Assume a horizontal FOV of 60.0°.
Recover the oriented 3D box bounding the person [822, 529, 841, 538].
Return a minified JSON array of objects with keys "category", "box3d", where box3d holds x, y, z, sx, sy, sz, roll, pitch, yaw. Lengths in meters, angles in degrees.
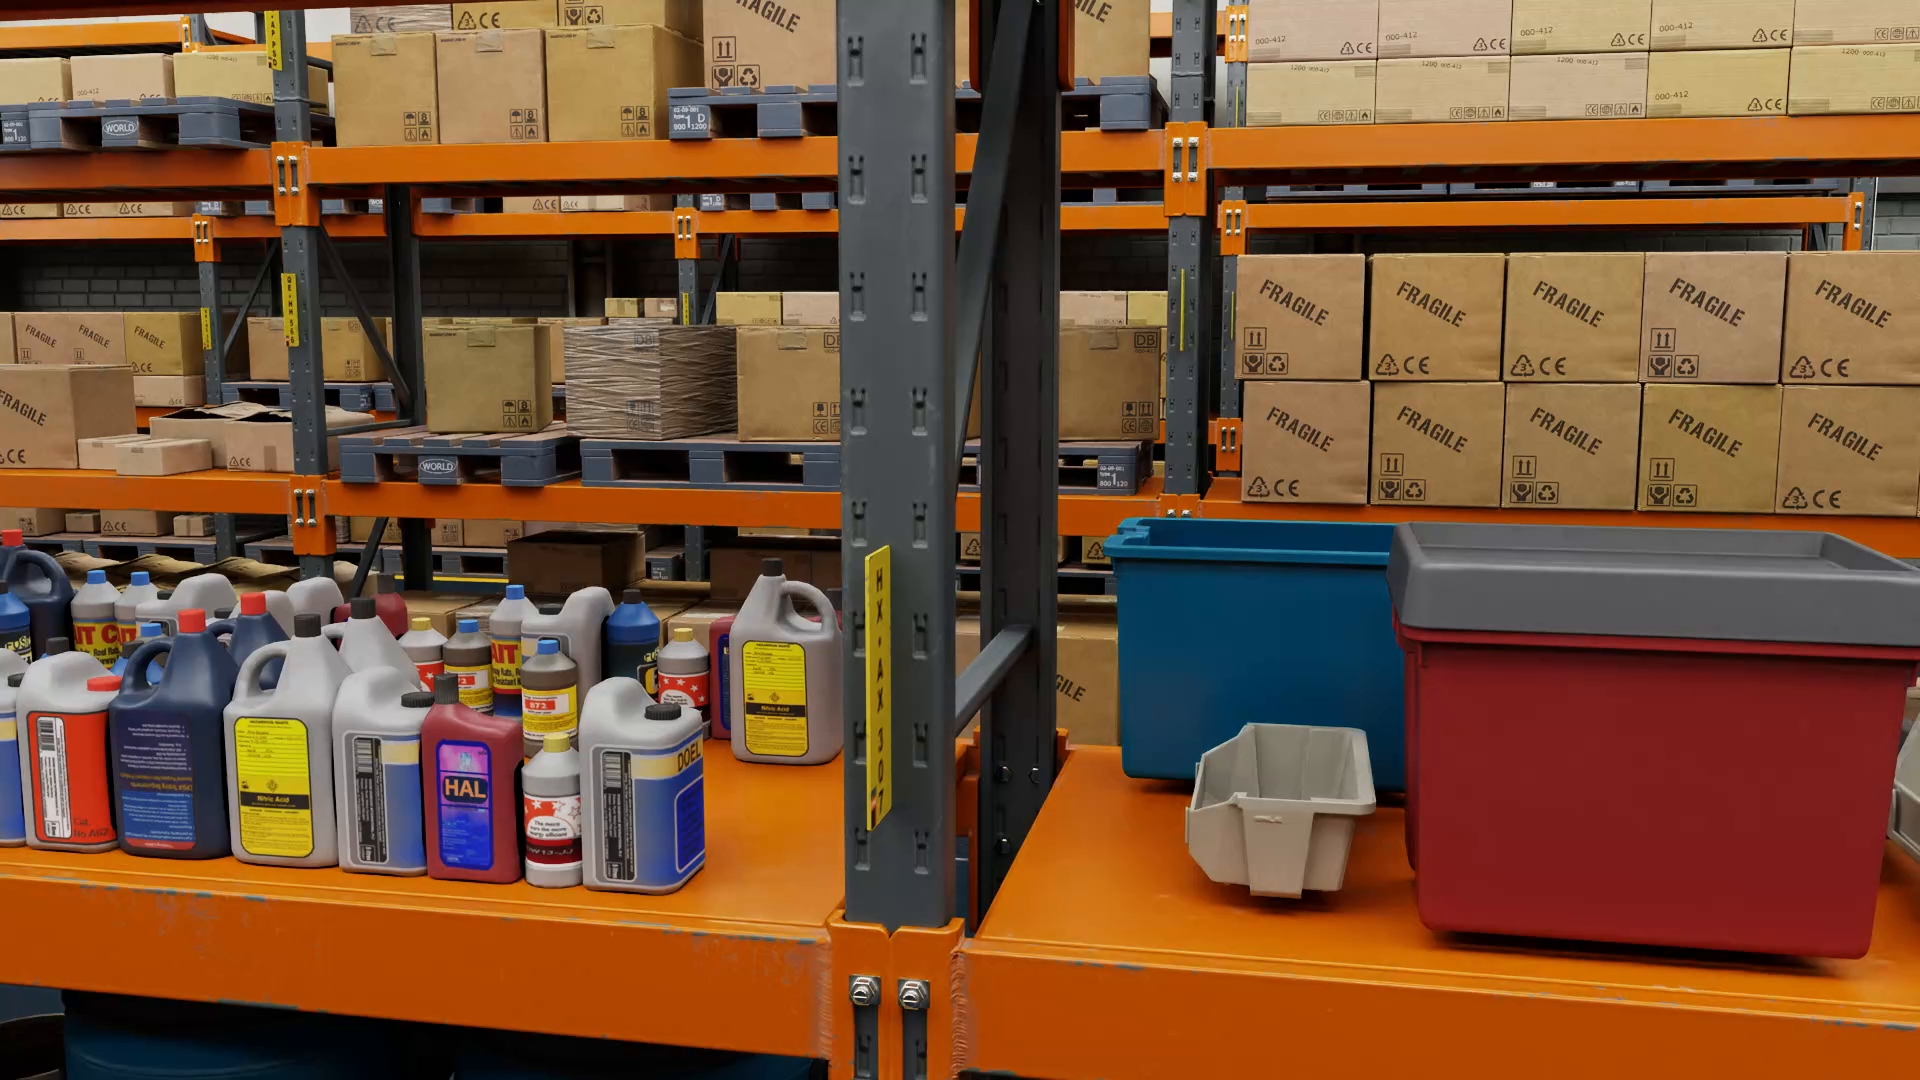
[{"category":"person","box3d":[-0.622,0.302,9.960,0.533,0.841,0.872,2,8,11]}]
